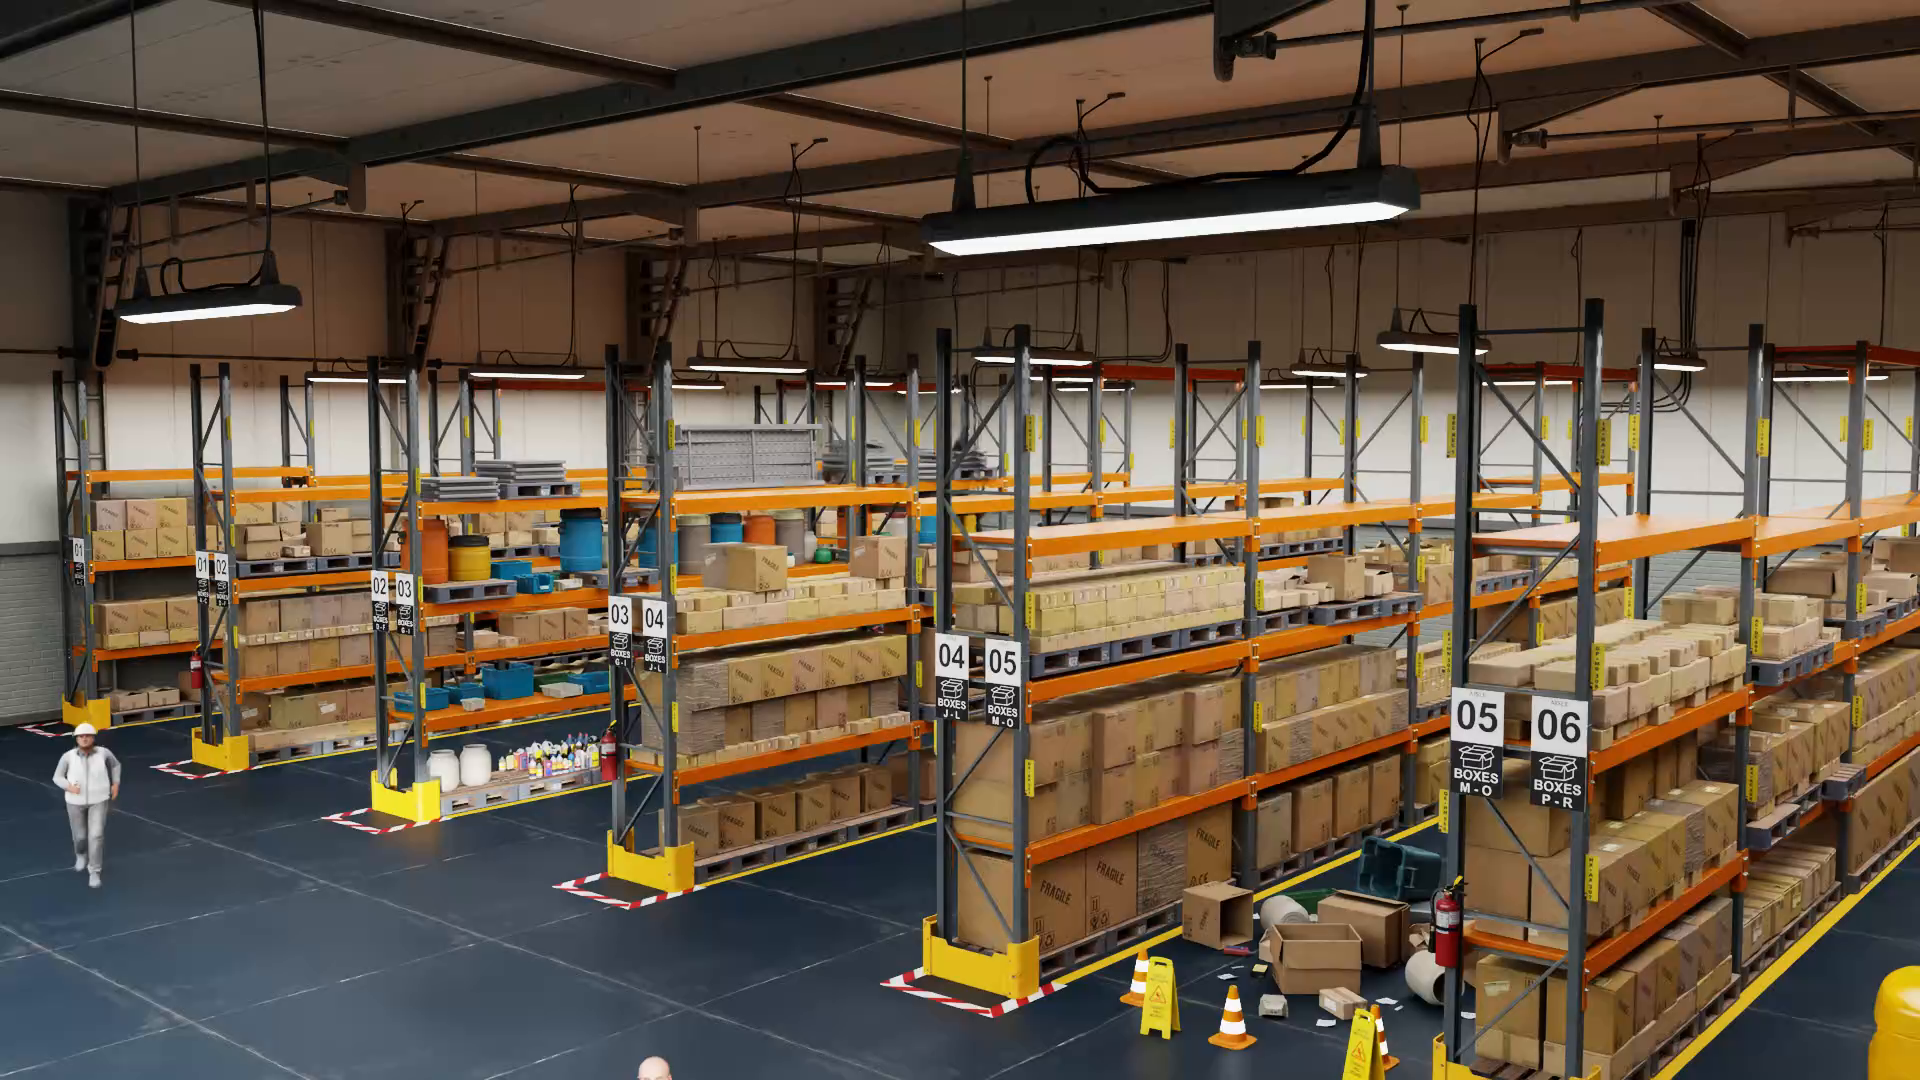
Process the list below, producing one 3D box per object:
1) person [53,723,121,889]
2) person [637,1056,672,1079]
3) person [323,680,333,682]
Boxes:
[{"bbox_3d":[-9.777,2.933,18.654,0.681,1.793,0.847,-2,5,-26],"label":"person"},{"bbox_3d":[-1.639,3.662,8.926,0.639,1.780,0.731,-1,4,-8],"label":"person"},{"bbox_3d":[-10.702,2.294,28.107,0.587,1.725,0.895,3,5,36],"label":"person"}]
